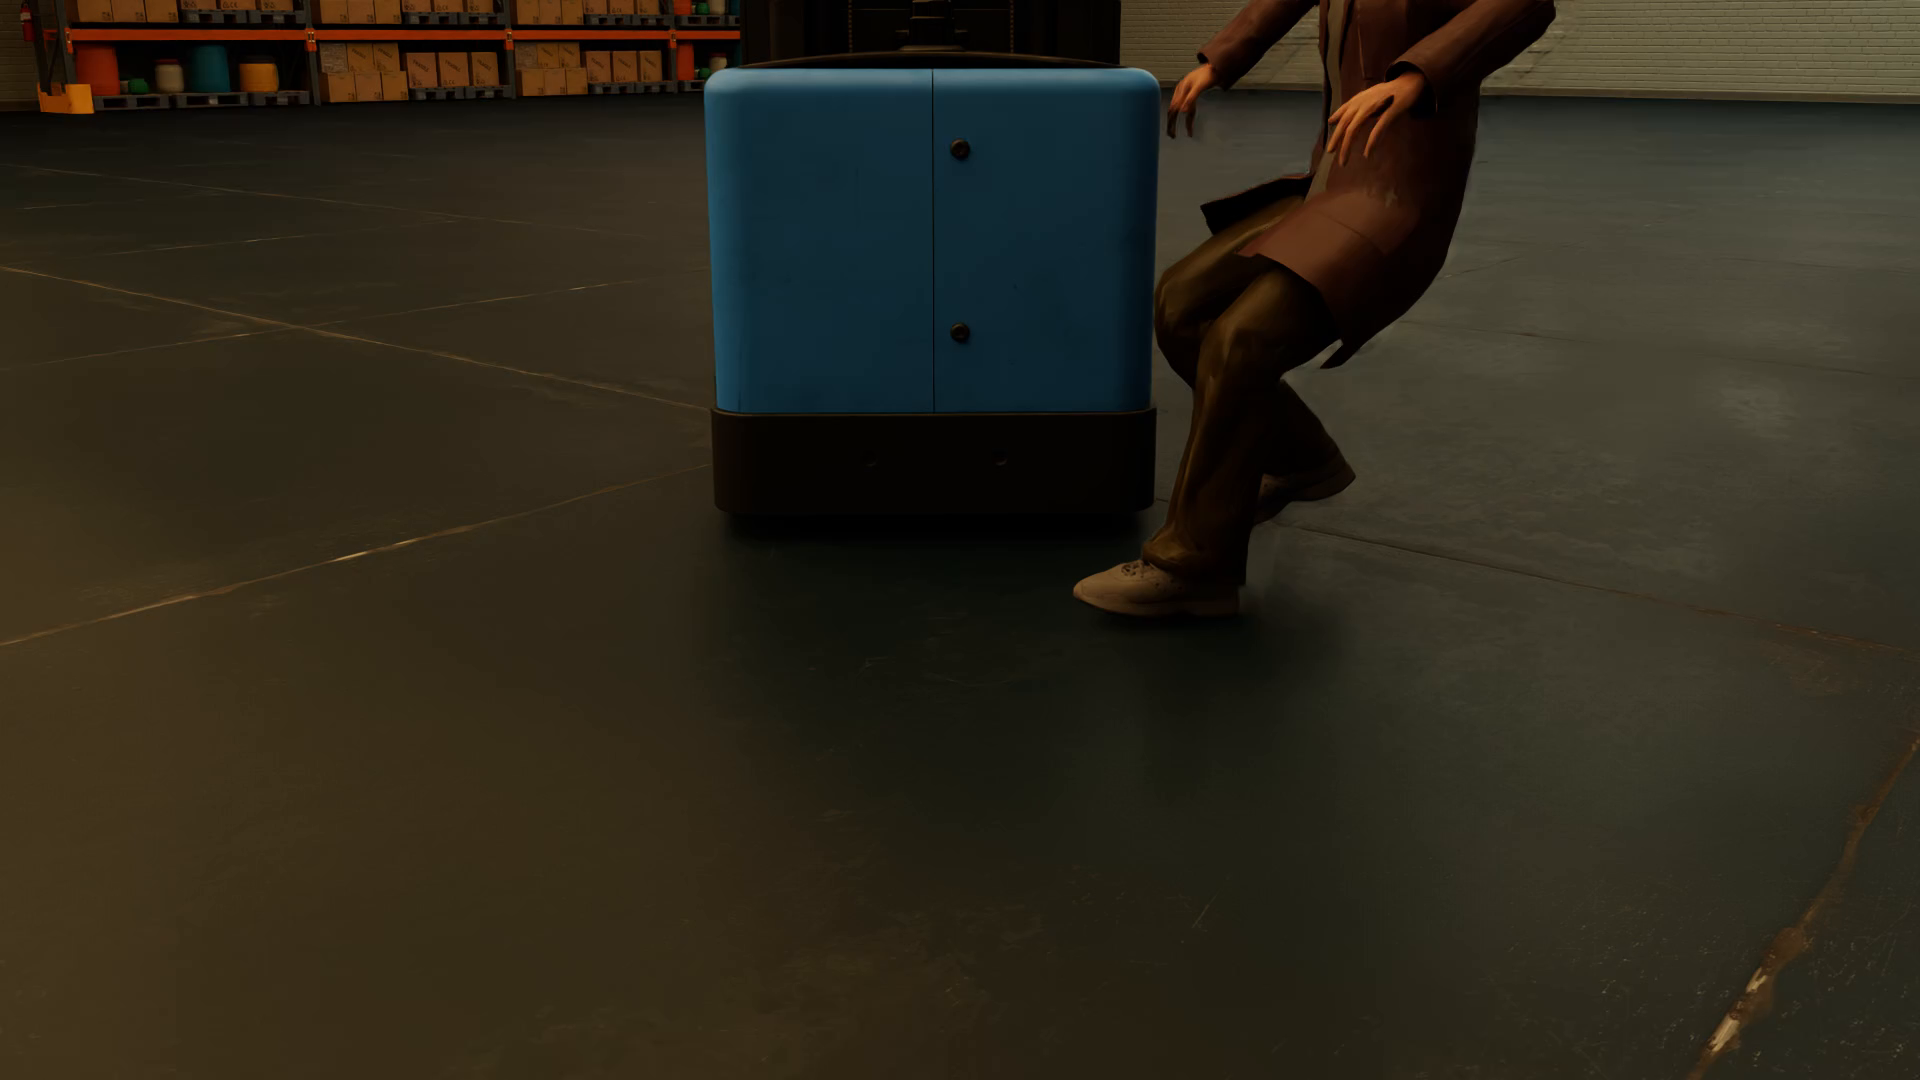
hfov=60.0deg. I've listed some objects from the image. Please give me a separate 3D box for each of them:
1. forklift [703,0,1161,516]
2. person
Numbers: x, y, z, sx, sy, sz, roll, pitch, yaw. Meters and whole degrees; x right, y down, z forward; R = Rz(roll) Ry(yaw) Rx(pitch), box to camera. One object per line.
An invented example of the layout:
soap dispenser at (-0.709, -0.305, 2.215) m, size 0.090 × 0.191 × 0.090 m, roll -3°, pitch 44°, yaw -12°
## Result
forklift at (-0.090, -1.832, 4.932) m, size 1.130 × 2.935 × 3.031 m, roll 0°, pitch 17°, yaw -1°
person at (0.620, -0.673, 3.391) m, size 0.854 × 1.612 × 1.125 m, roll -3°, pitch 17°, yaw -8°
